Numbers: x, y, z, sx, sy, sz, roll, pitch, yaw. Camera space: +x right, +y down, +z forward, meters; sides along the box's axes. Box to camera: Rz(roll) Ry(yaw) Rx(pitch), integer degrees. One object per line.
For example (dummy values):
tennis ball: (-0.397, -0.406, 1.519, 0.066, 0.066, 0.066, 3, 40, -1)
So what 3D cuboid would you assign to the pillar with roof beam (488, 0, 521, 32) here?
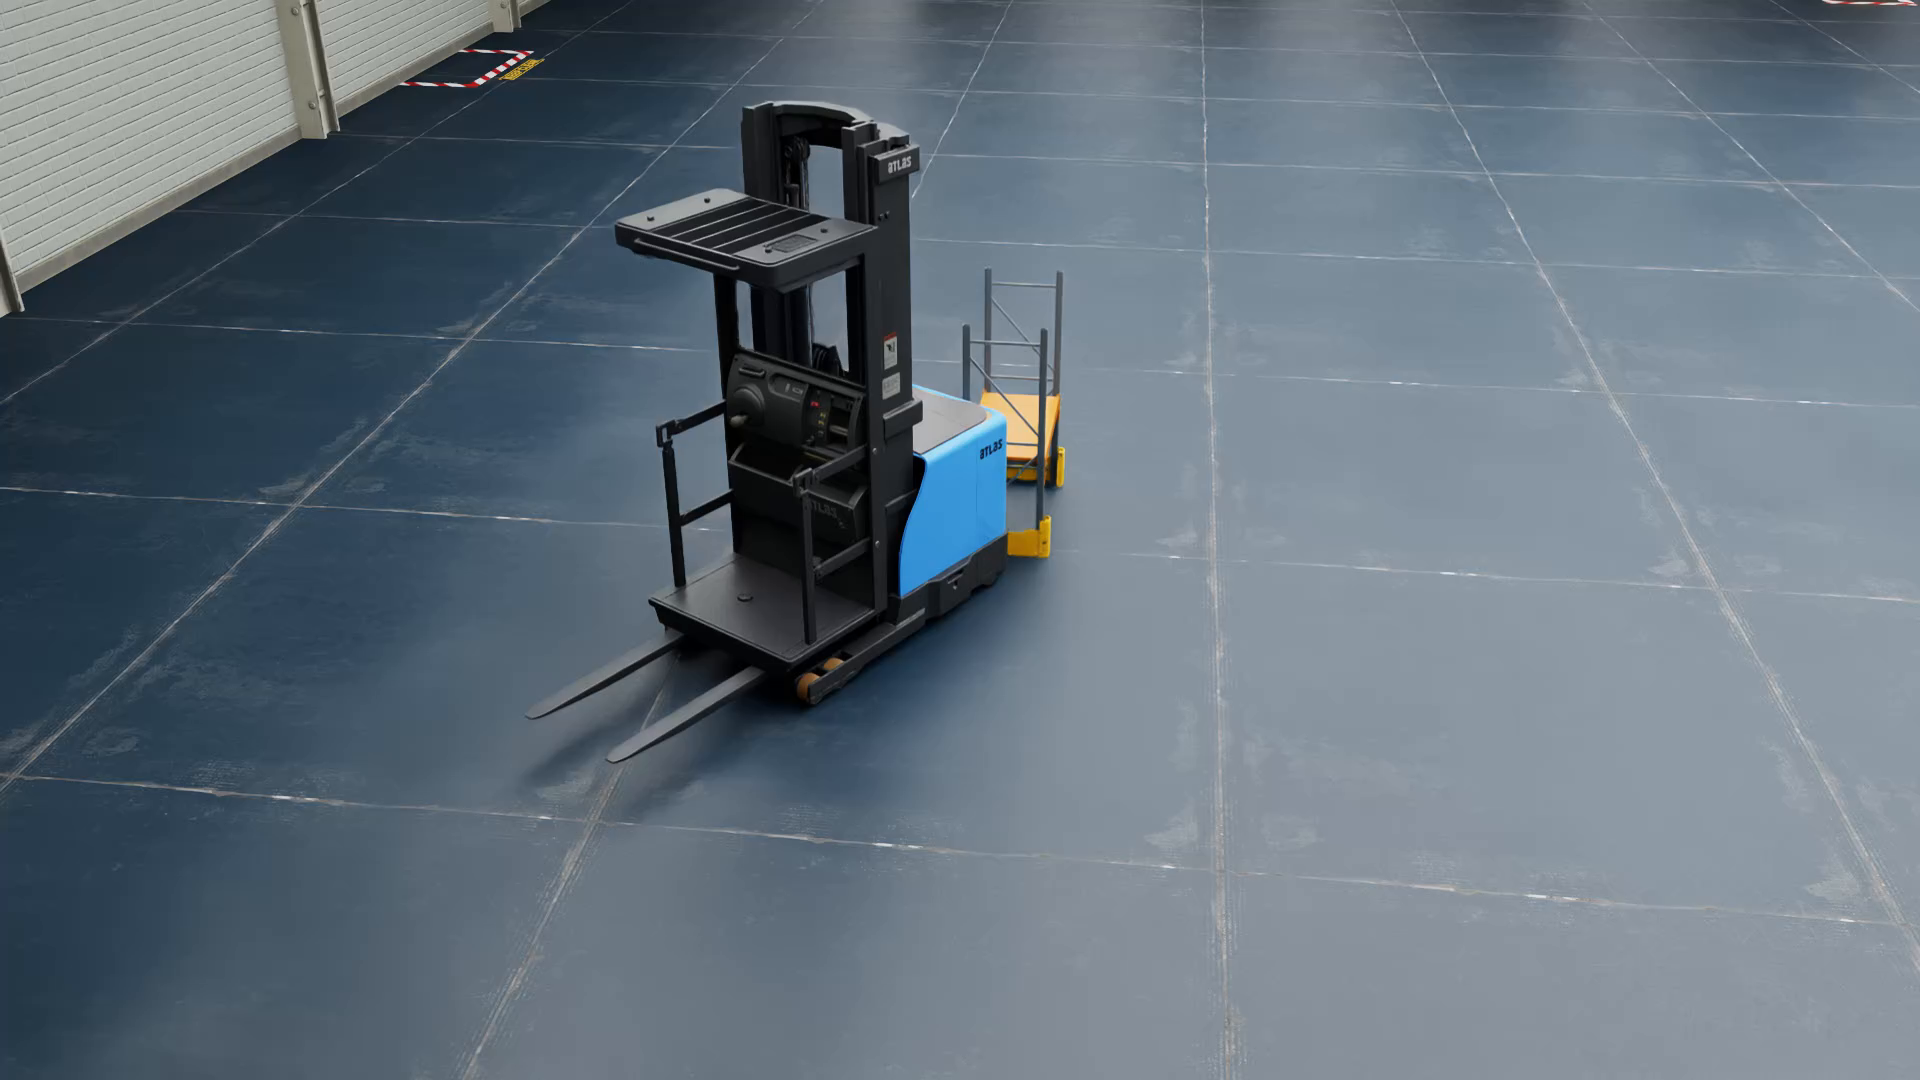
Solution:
pillar with roof beam: (-2.413, -11.243, 21.924, 9.100, 9.000, 0.400, 3, 28, 6)

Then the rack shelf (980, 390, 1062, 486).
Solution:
rack shelf: (0.335, -0.662, 10.570, 0.538, 0.185, 1.000, 4, 29, 7)

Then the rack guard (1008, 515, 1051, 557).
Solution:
rack guard: (0.266, -0.041, 10.355, 0.587, 0.250, 0.087, 4, 29, 7)

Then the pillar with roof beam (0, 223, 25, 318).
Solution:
pillar with roof beam: (-3.883, -5.595, 11.439, 9.100, 9.000, 0.400, 3, 28, 6)

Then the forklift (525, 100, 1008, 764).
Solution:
forklift: (-1.014, -0.675, 8.704, 1.130, 2.935, 3.031, 20, 34, 33)

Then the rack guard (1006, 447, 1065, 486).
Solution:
rack guard: (0.407, -0.509, 11.223, 0.587, 0.250, 0.087, 4, 29, 7)

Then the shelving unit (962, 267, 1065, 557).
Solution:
shelving unit: (0.337, -0.825, 10.492, 0.587, 1.500, 1.083, 4, 29, 7)

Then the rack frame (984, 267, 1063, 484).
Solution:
rack frame: (0.407, -1.059, 10.927, 0.500, 1.500, 0.032, 4, 29, 7)

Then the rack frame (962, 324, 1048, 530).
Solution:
rack frame: (0.264, -0.582, 10.041, 0.500, 1.500, 0.032, 4, 29, 7)

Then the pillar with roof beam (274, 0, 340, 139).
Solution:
pillar with roof beam: (-3.148, -8.419, 16.682, 9.100, 9.000, 0.400, 3, 28, 6)
